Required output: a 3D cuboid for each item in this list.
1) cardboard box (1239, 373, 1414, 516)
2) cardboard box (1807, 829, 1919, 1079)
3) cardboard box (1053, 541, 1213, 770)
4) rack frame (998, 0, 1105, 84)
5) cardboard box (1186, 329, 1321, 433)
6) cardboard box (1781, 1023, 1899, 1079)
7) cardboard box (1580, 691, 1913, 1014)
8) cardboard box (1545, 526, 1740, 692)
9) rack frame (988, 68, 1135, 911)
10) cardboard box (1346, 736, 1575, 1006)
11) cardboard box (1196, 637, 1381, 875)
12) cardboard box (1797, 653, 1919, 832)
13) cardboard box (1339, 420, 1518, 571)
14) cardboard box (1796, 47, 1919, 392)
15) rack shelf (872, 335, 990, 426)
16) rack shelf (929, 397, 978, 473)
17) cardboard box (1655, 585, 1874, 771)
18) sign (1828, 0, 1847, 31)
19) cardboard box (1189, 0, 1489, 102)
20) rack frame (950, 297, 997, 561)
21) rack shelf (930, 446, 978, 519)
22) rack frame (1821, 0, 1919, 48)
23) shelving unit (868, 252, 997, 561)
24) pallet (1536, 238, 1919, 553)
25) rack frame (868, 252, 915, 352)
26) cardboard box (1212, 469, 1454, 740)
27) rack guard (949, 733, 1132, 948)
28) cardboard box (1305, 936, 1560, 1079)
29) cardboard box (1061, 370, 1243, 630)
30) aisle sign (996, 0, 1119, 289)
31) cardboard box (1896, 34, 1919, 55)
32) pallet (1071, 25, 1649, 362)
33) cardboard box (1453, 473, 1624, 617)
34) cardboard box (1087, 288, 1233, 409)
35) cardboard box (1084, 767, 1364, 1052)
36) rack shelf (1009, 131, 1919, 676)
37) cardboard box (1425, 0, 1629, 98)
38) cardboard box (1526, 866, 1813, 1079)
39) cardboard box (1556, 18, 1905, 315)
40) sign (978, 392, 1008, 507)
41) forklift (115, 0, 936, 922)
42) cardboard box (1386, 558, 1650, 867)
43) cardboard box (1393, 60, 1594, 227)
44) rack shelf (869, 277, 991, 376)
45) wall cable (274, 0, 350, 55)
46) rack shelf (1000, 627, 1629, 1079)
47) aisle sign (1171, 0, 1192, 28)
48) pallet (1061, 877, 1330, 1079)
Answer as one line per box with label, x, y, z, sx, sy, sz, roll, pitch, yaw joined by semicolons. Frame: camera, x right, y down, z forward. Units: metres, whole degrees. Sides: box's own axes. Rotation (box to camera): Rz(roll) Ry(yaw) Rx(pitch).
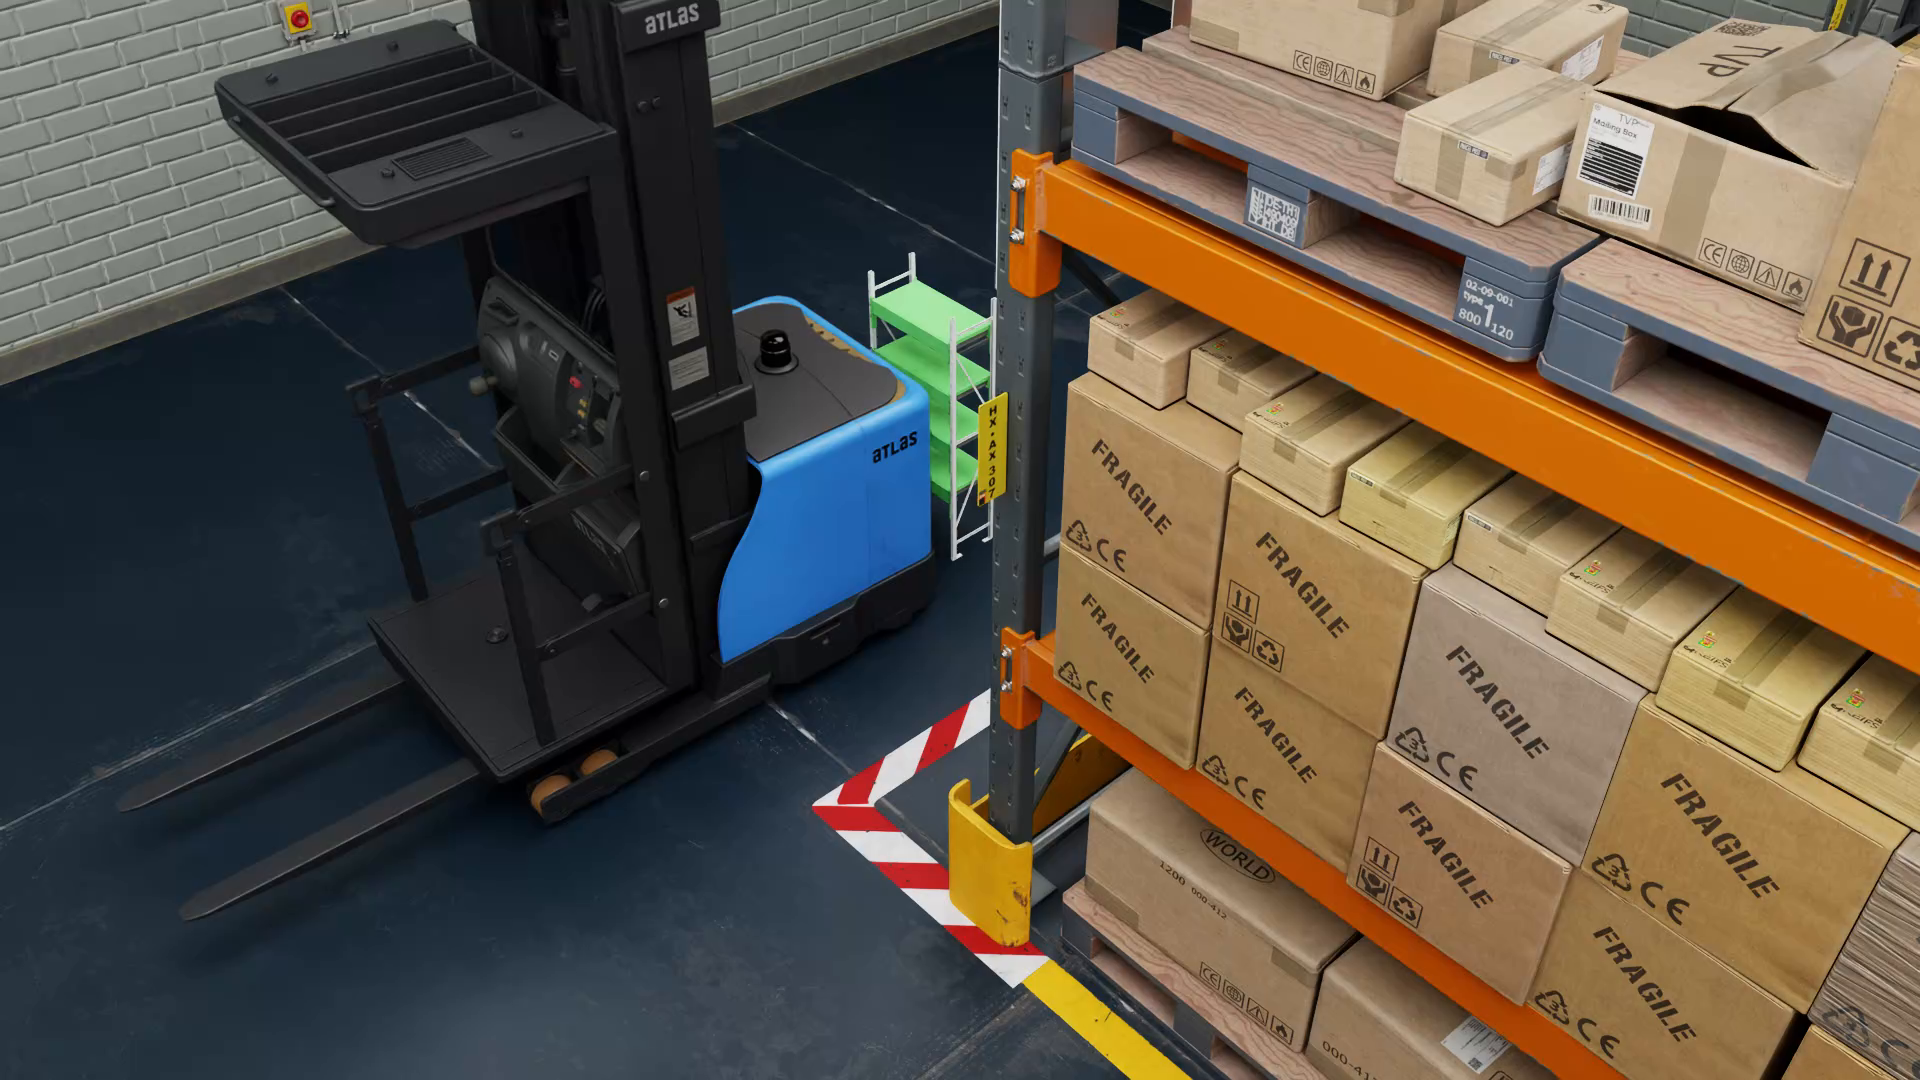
cardboard box;0.856;-0.241;3.769;0.380;0.149;0.250;-28;47;-31
cardboard box;1.993;0.750;3.059;0.500;0.500;0.500;-29;47;-31
cardboard box;0.612;0.202;4.532;0.500;0.500;0.500;-30;48;-32
rack frame;0.499;-2.437;3.105;1.000;3.000;0.127;-30;48;-32
cardboard box;0.765;-0.410;3.979;0.380;0.149;0.250;-29;47;-31
cardboard box;1.999;1.141;3.370;0.500;0.500;0.500;-31;48;-32
cardboard box;1.660;0.514;3.351;0.500;0.500;0.500;-30;48;-32
cardboard box;1.402;0.106;3.340;0.380;0.149;0.250;-30;47;-31
rack frame;0.499;-0.103;4.990;1.000;3.000;0.127;-30;48;-32
cardboard box;1.305;0.668;3.956;0.500;0.500;0.500;-30;48;-32
cardboard box;0.975;0.425;4.257;0.500;0.500;0.500;-31;48;-32
cardboard box;1.766;0.335;3.056;0.380;0.149;0.250;-30;48;-32
cardboard box;1.047;-0.127;3.628;0.380;0.149;0.250;-32;49;-33
cardboard box;1.752;-0.514;2.619;0.500;0.500;0.500;-29;47;-31
rack shelf;-0.112;-0.680;6.857;0.258;0.148;0.480;-30;48;-32
rack shelf;-0.112;-0.494;7.008;0.258;0.148;0.480;-30;48;-32
cardboard box;1.553;0.235;3.181;0.380;0.149;0.250;-31;48;-33
sign;3.753;-2.320;7.046;0.100;0.325;0.005;-30;48;-32
cardboard box;0.870;-1.244;3.721;0.500;0.250;0.500;30;47;31
rack frame;0.053;-0.430;6.828;0.240;1.200;0.015;-30;48;-32
rack shelf;-0.112;-0.307;7.159;0.258;0.148;0.480;-30;48;-32
rack frame;4.153;-2.214;7.604;1.000;3.000;0.127;-30;48;-32
shelving unit;-0.112;-0.543;6.968;0.258;1.200;0.503;-30;48;-32
pallet;1.838;-0.332;2.956;1.003;0.211;1.213;-30;48;-32
rack frame;-0.277;-0.656;7.108;0.240;1.200;0.015;-30;48;-32
cardboard box;0.968;0.049;3.927;0.500;0.500;0.500;-31;48;-33
rack guard;0.483;0.859;5.789;1.175;0.500;0.348;-30;48;-32
cardboard box;1.644;1.414;4.817;0.875;0.438;0.875;-29;47;-31
cardboard box;0.614;-0.187;4.219;0.500;0.500;0.500;-31;48;-33
aisle sign;0.237;-1.024;4.062;0.394;0.787;0.004;-30;48;-32
cardboard box;4.261;-1.947;7.156;0.500;0.250;0.500;-30;47;-32
pallet;1.008;-0.896;3.656;1.003;0.211;1.213;-30;48;-32
cardboard box;1.264;-0.028;3.505;0.380;0.149;0.250;-29;47;-31
cardboard box;0.535;-0.501;4.091;0.380;0.149;0.250;-29;47;-31
cardboard box;1.019;0.994;5.337;0.875;0.438;0.875;-32;49;-33
rack shelf;1.852;-0.064;3.127;1.077;0.370;4.000;-30;48;-32
cardboard box;1.212;-1.044;3.554;0.250;0.149;0.380;30;48;32
cardboard box;1.657;0.893;3.678;0.500;0.500;0.500;-28;47;-30
cardboard box;1.474;-0.723;3.028;0.500;0.311;0.500;-29;47;-31
sign;0.086;-0.237;4.404;0.100;0.325;0.005;-30;48;-32
forklift;-1.556;-0.504;5.541;3.031;2.935;1.130;-28;46;-30
cardboard box;1.322;0.284;3.636;0.500;0.500;0.500;-30;48;-32
cardboard box;1.065;-0.773;3.219;0.380;0.149;0.250;-28;47;-30
rack shelf;-0.112;-0.867;6.706;0.258;0.148;0.480;-30;48;-32
wall cable;-3.332;-3.110;7.880;0.585;1.953;0.123;-30;48;-32
rack shelf;1.852;1.103;4.070;1.077;0.370;4.000;-30;48;-32
aisle sign;0.679;-1.279;4.377;0.394;0.787;0.004;-30;48;-32
pallet;1.097;1.319;5.449;1.003;0.211;1.213;-30;48;-32
